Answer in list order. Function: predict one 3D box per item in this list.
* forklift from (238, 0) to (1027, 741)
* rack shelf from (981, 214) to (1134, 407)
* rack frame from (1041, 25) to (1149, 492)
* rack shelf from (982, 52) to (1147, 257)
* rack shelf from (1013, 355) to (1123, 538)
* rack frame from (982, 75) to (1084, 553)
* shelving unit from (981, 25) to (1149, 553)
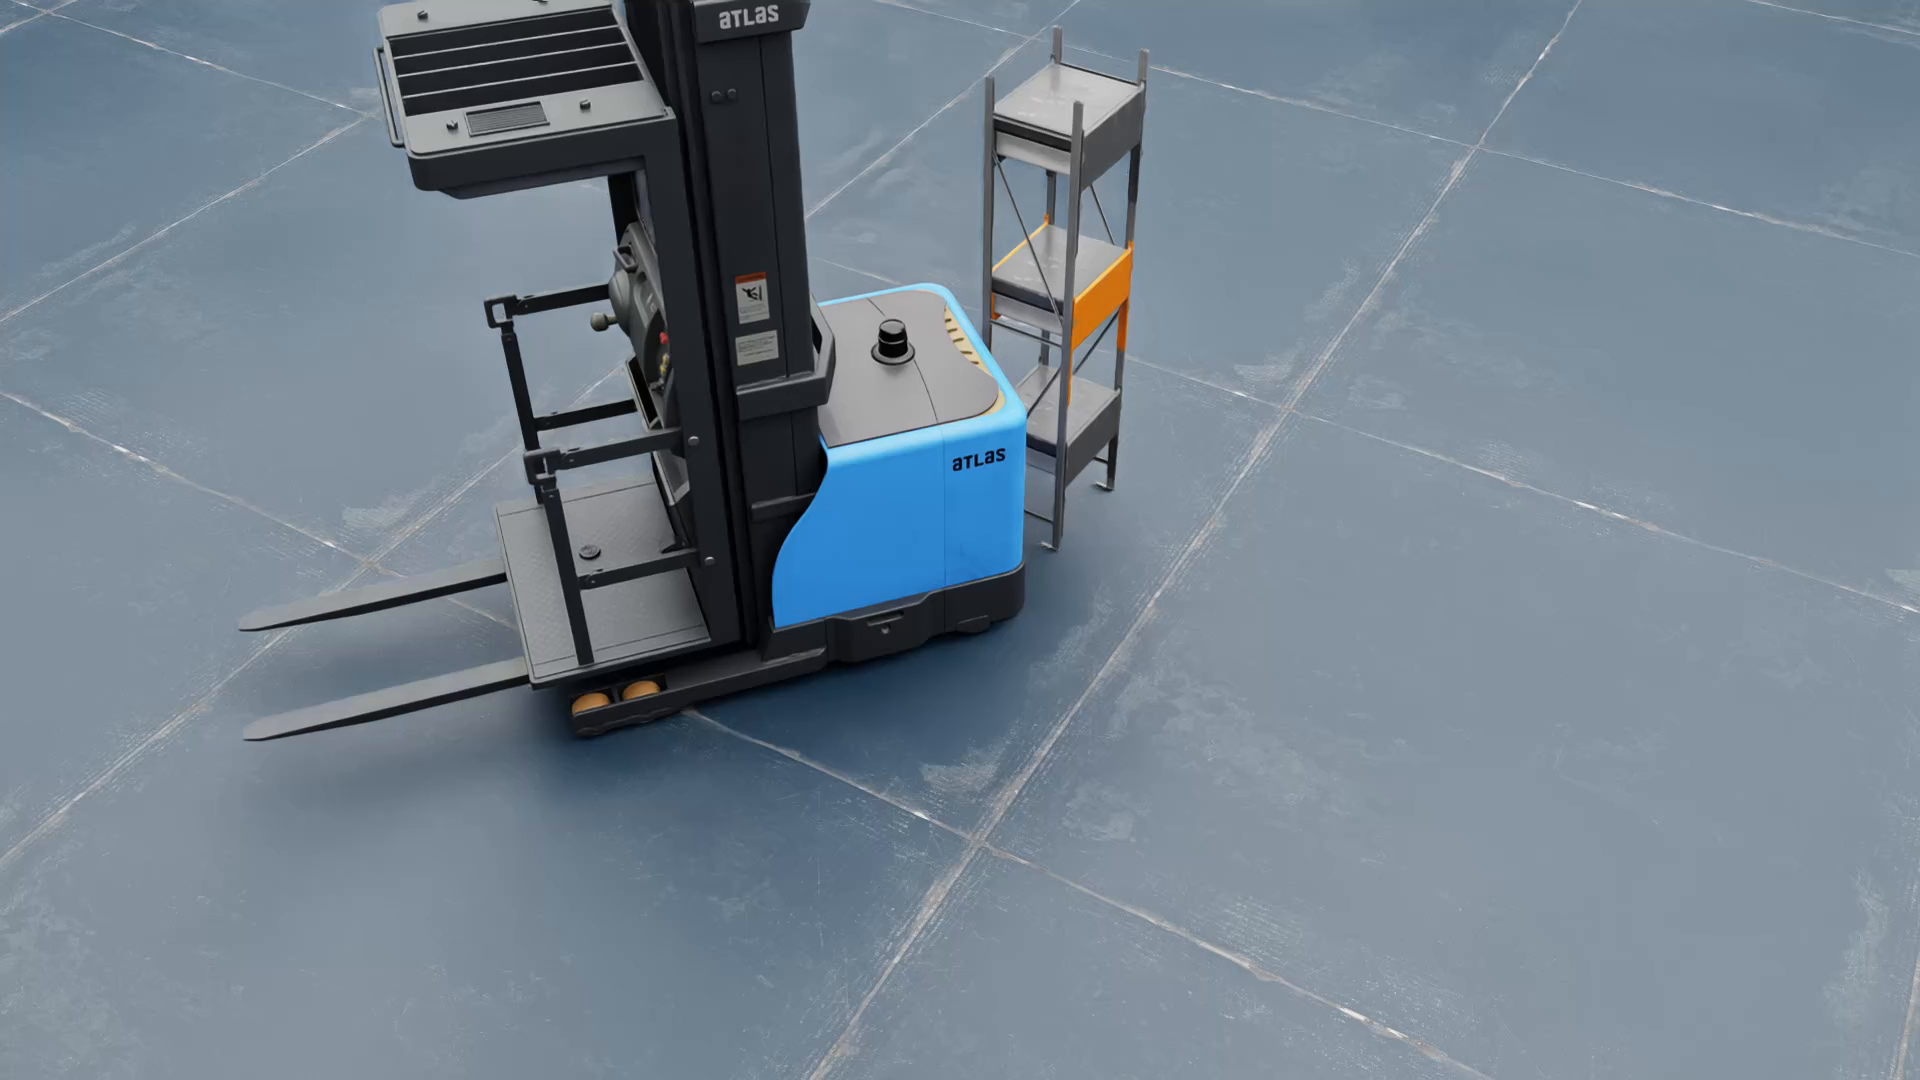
[{"bbox_3d":[-1.308,-0.744,5.877,3.031,2.935,1.130,-13,43,-15],"label":"forklift"},{"bbox_3d":[0.393,-0.934,6.743,0.431,0.518,0.480,23,46,24],"label":"rack shelf"},{"bbox_3d":[0.524,-1.081,6.888,0.400,2.100,0.015,23,46,24],"label":"rack frame"},{"bbox_3d":[0.393,-1.460,6.280,0.431,0.518,0.480,23,46,24],"label":"rack shelf"},{"bbox_3d":[0.393,-0.409,7.206,0.431,0.518,0.480,23,46,24],"label":"rack shelf"},{"bbox_3d":[0.261,-0.809,6.580,0.400,2.100,0.015,23,46,24],"label":"rack frame"},{"bbox_3d":[0.393,-0.945,6.734,0.431,2.100,0.503,23,46,24],"label":"shelving unit"}]
